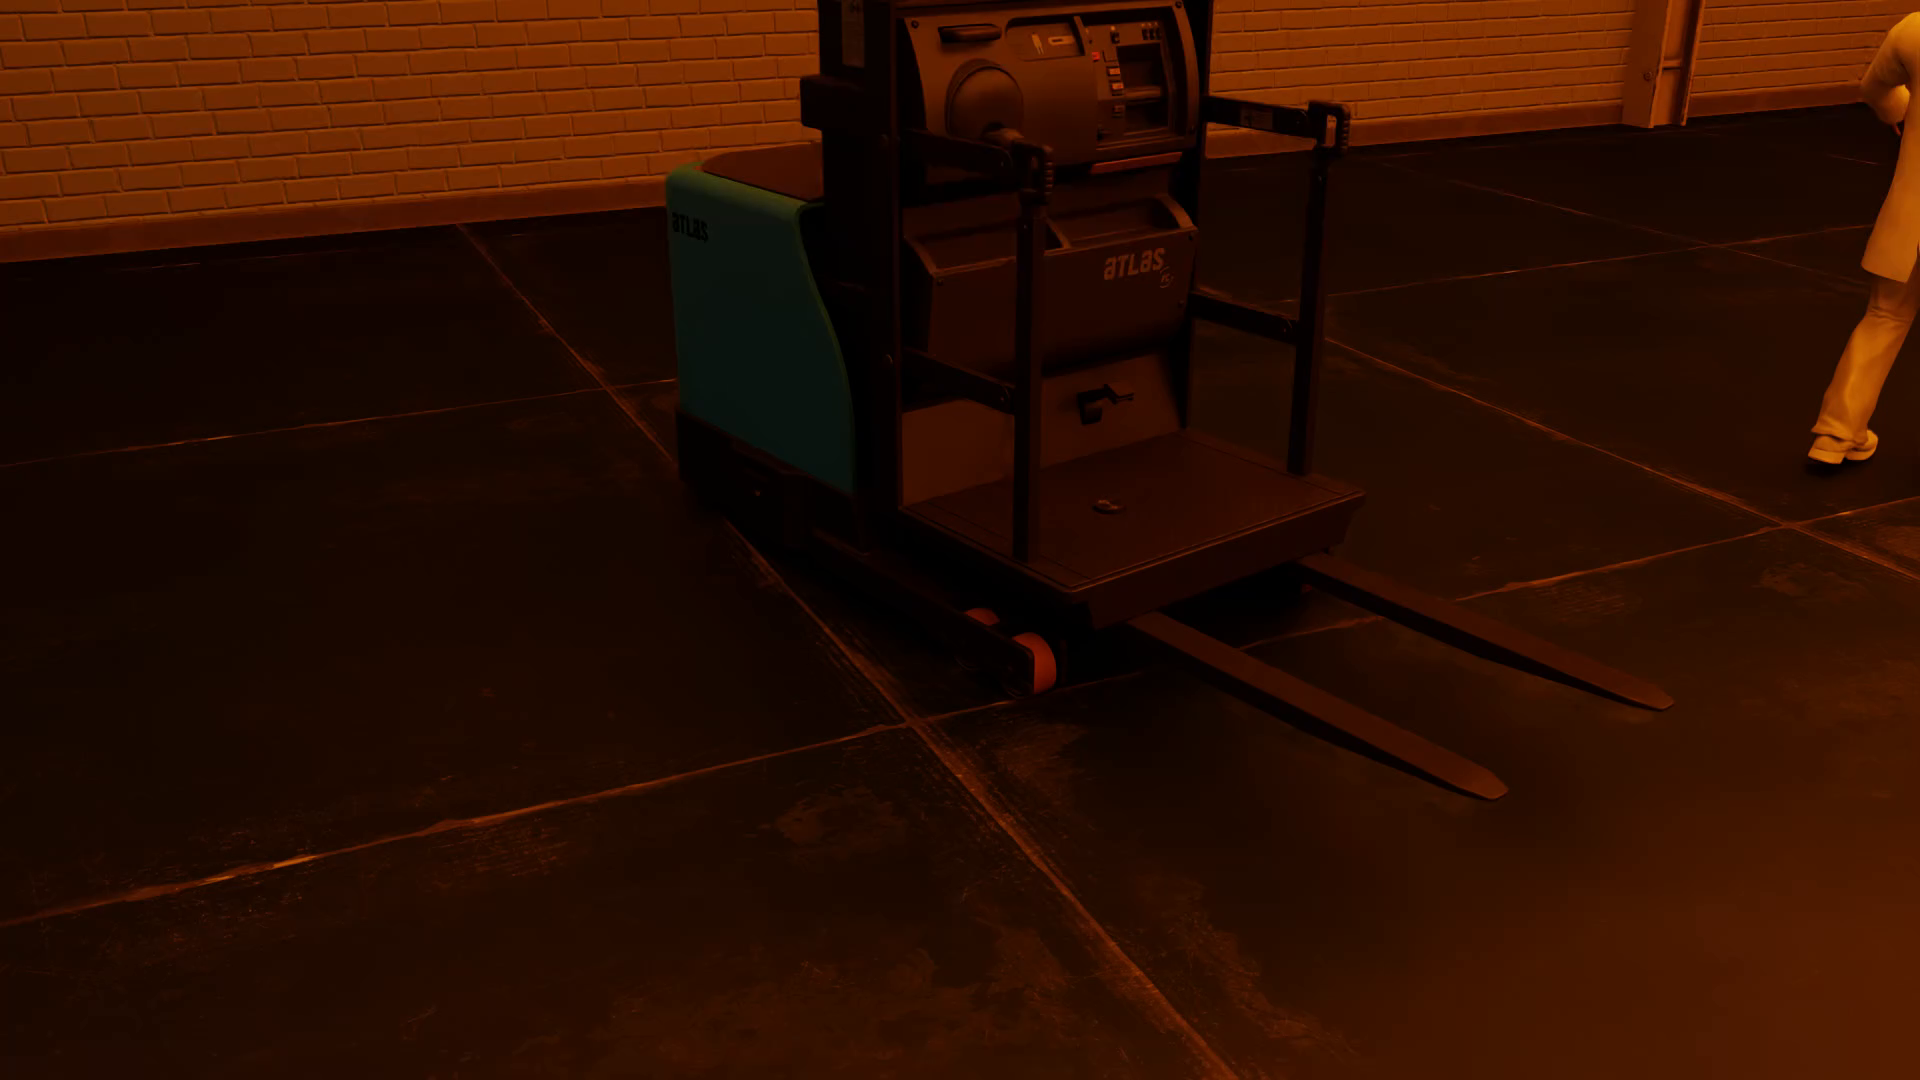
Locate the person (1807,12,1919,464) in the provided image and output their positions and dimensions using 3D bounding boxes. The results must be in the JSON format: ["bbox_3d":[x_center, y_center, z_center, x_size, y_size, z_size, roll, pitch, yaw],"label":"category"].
[{"bbox_3d":[3.296,-1.070,5.423,0.808,1.759,1.016,-14,26,-29],"label":"person"}]

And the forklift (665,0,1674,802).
[{"bbox_3d":[0.386,-1.170,4.103,1.130,2.935,3.031,-17,28,-35],"label":"forklift"}]
